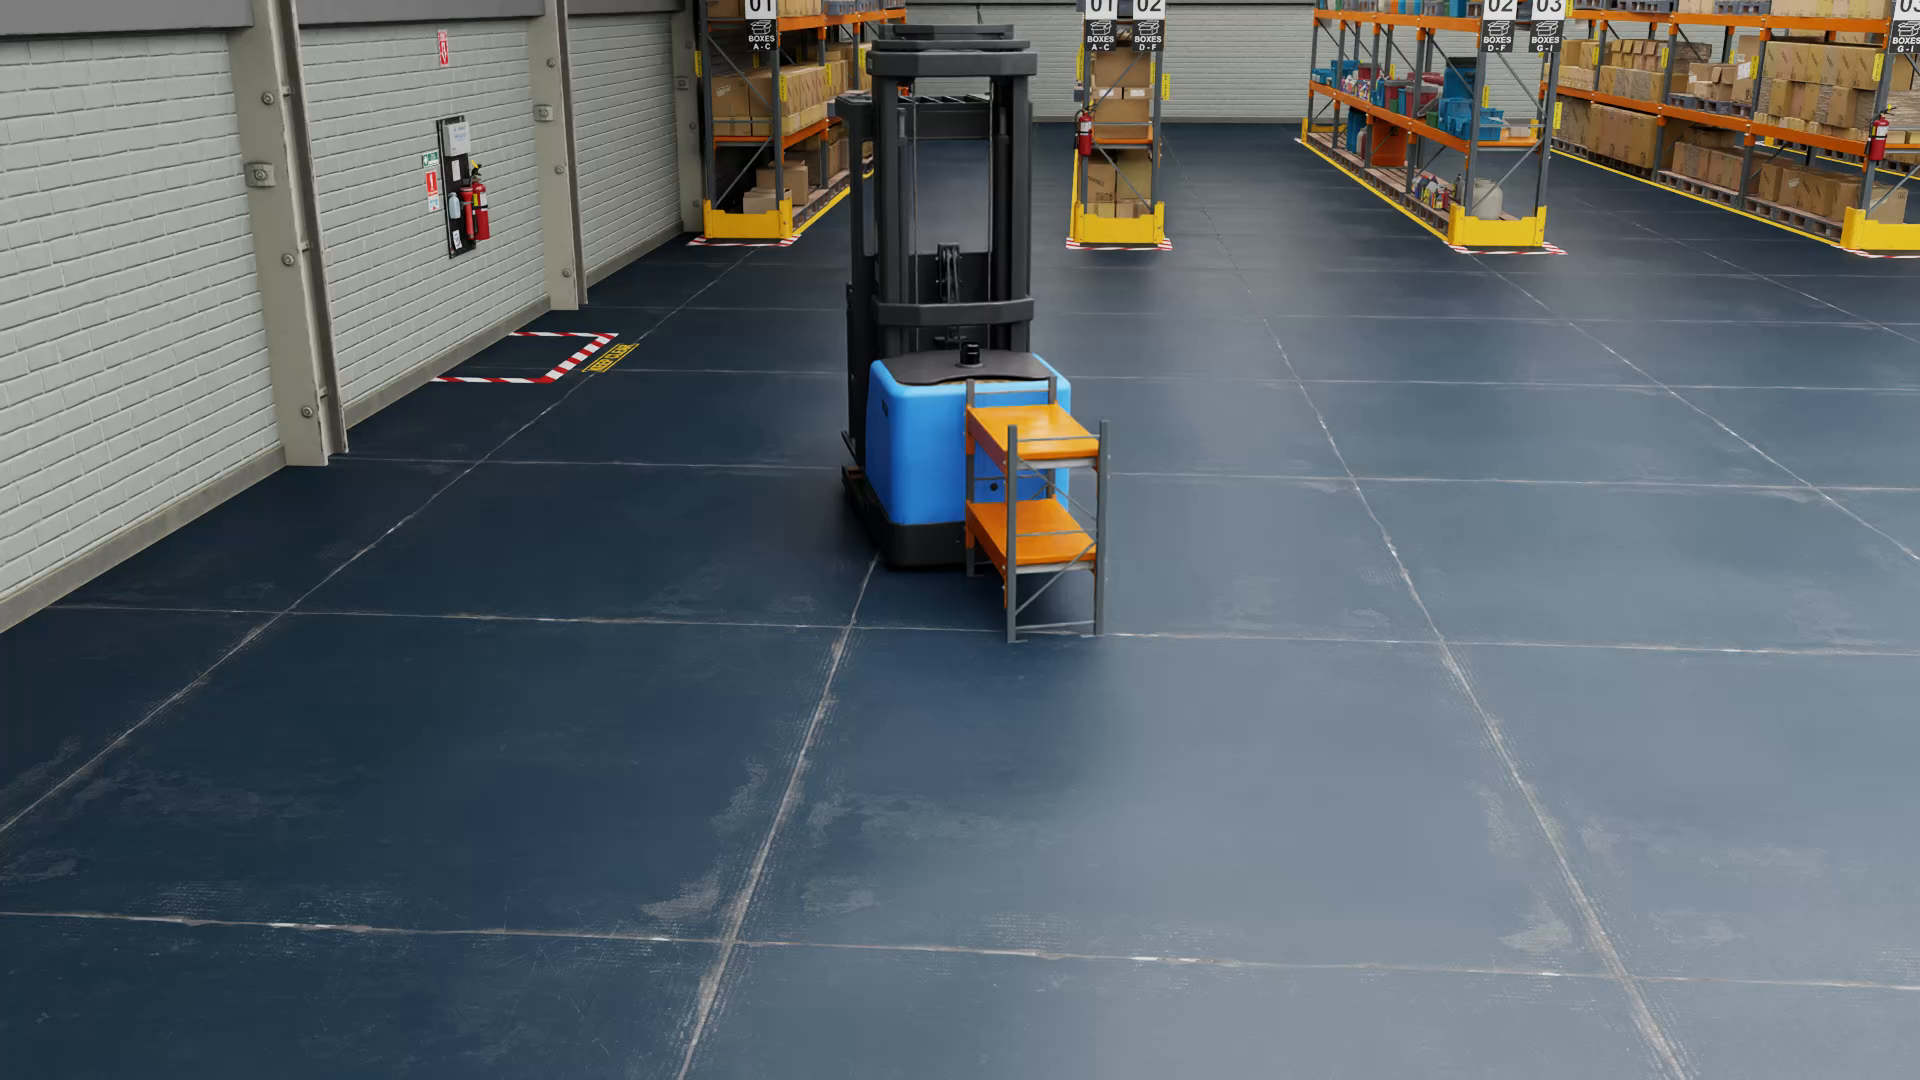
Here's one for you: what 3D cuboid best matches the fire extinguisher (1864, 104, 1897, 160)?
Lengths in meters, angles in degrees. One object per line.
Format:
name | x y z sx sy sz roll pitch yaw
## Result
fire extinguisher | 11.501 -5.098 20.790 0.296 0.674 0.183 1 18 4

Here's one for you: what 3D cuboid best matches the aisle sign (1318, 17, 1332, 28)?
aisle sign | 7.884 -11.505 36.041 0.394 0.787 0.004 1 18 4

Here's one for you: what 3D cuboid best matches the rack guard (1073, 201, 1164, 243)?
rack guard | 2.086 -4.187 21.900 1.175 0.500 0.348 1 18 4

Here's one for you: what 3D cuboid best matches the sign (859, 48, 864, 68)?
sign | -1.738 -8.480 29.254 0.100 0.325 0.005 1 18 4

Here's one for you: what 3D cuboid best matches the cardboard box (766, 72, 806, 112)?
cardboard box | -2.430 -6.242 23.160 0.500 0.500 0.500 1 18 2

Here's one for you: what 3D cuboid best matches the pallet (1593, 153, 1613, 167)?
pallet | 12.849 -7.321 31.926 1.003 0.211 1.213 1 18 4

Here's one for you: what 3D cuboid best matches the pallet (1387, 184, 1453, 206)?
pallet | 7.333 -5.433 26.165 1.003 0.211 1.213 1 18 4

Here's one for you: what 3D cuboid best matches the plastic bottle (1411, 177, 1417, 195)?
plastic bottle | 6.855 -5.337 25.068 0.097 0.271 0.097 0 18 0

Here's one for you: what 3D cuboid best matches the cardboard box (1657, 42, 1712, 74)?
cardboard box | 12.611 -8.396 28.958 0.797 0.503 0.637 2 18 6

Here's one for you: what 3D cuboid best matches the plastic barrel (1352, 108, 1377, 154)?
plastic barrel | 7.782 -7.812 31.642 0.600 0.901 0.708 1 18 4

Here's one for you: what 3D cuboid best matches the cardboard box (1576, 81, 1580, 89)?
cardboard box | 12.579 -9.110 33.310 0.380 0.149 0.250 2 18 5

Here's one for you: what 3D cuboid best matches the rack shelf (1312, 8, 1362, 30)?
rack shelf | 8.032 -10.703 34.107 1.077 0.370 4.000 1 18 4

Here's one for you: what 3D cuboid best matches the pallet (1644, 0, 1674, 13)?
pallet | 12.535 -9.182 28.614 1.213 0.211 1.003 2 18 6

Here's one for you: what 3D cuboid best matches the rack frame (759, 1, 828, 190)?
rack frame | -2.566 -6.734 25.658 1.000 3.000 0.127 1 18 4

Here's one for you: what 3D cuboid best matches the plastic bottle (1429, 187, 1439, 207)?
plastic bottle | 6.778 -4.887 23.687 0.152 0.276 0.135 1 18 2

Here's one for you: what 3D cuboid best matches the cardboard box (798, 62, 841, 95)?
cardboard box | -2.371 -7.700 27.737 0.700 0.500 0.500 1 18 4

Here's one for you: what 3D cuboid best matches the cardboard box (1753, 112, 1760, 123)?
cardboard box | 11.940 -6.223 24.502 0.380 0.149 0.250 1 18 4

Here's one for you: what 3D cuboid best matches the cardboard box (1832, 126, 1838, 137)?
cardboard box | 11.861 -5.445 22.125 0.380 0.149 0.250 1 18 4

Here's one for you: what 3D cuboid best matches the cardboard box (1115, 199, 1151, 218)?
cardboard box | 2.348 -4.437 22.389 0.500 0.250 0.500 1 18 4

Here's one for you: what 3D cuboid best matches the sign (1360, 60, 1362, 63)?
sign | 8.725 -10.311 36.310 0.100 0.325 0.005 1 18 4

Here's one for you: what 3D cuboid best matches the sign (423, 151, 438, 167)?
sign | -4.444 -3.199 13.961 0.001 0.109 0.331 1 18 4

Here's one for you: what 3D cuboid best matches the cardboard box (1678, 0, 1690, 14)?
cardboard box | 12.255 -8.859 27.566 0.500 0.250 0.500 2 18 5

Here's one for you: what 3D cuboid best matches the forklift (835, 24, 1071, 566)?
forklift | -0.161 -1.668 10.305 1.130 2.935 3.031 -4 18 -11

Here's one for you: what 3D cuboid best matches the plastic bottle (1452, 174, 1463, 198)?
plastic bottle | 7.413 -5.260 24.707 0.144 0.351 0.185 1 18 4

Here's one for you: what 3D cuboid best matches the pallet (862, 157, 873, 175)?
pallet | -2.148 -6.895 30.626 1.003 0.211 1.213 1 18 4

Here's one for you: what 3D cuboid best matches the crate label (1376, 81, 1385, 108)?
crate label | 7.261 -7.470 27.846 0.502 0.435 0.616 1 18 4

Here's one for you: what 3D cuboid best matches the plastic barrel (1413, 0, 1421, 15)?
plastic barrel | 7.135 -8.340 24.935 0.600 0.901 0.708 1 18 4

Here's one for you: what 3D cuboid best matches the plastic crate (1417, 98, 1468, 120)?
plastic crate | 7.151 -6.324 24.506 0.767 0.338 0.504 1 18 4

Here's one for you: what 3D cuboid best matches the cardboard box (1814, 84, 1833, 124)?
cardboard box | 12.031 -5.832 22.265 0.875 0.500 0.500 1 18 4

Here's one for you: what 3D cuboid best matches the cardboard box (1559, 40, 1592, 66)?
cardboard box | 12.745 -10.097 34.478 0.500 0.500 0.500 1 18 2

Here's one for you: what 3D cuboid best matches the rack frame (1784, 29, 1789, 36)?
rack frame | 18.056 -9.988 35.586 1.000 3.000 0.127 1 18 4

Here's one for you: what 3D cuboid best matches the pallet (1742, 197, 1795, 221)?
pallet | 12.242 -4.868 24.441 1.003 0.211 1.213 1 18 4

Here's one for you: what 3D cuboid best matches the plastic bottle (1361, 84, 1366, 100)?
plastic bottle | 7.276 -8.058 29.903 0.097 0.271 0.097 0 18 0

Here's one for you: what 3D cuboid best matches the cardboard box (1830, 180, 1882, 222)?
cardboard box | 12.039 -4.552 22.338 0.500 0.500 0.500 6 19 18

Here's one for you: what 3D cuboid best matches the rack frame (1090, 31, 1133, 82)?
rack frame | 2.662 -7.867 29.116 1.000 3.000 0.127 1 18 4

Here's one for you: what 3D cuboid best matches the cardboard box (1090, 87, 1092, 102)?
cardboard box | 2.404 -7.552 28.295 0.500 0.311 0.500 1 18 3

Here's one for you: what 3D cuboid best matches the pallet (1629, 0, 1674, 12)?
pallet | 12.613 -9.529 29.674 1.003 0.211 1.213 2 18 6

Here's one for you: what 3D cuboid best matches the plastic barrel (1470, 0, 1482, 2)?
plastic barrel | 6.983 -7.342 21.720 0.600 0.588 0.600 0 18 0

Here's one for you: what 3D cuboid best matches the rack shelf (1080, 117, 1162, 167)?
rack shelf | 2.231 -5.662 23.541 1.077 0.370 4.000 1 18 4

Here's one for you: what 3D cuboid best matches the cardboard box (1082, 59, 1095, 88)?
cardboard box | 2.594 -8.313 29.639 0.700 0.500 0.500 -5 19 -15

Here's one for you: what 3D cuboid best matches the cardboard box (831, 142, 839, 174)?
cardboard box | -2.440 -6.461 28.131 0.700 0.500 0.500 1 18 4

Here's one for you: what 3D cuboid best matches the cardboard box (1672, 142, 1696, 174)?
cardboard box | 12.514 -6.458 28.122 0.700 0.500 0.500 0 18 1

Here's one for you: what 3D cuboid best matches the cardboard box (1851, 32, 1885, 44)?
cardboard box | 17.533 -9.561 32.041 0.500 0.500 0.500 1 18 2

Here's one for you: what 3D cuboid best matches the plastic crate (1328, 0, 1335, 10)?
plastic crate | 7.709 -10.928 33.829 0.437 0.282 0.530 1 18 4

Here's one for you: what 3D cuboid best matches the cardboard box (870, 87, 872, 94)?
cardboard box | -1.870 -8.604 31.736 0.380 0.149 0.250 1 18 2

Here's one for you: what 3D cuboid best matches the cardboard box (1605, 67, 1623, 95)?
cardboard box | 12.511 -8.641 31.318 0.500 0.500 0.500 1 18 4

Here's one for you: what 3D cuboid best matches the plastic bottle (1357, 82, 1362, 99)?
plastic bottle | 7.287 -8.190 30.289 0.061 0.283 0.133 1 18 4

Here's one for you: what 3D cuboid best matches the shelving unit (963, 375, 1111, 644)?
shelving unit | 0.379 -0.187 8.687 0.538 1.125 1.048 -4 18 -11

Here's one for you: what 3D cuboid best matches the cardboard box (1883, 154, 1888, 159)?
cardboard box | 17.415 -7.369 30.935 0.500 0.500 0.500 2 18 6
